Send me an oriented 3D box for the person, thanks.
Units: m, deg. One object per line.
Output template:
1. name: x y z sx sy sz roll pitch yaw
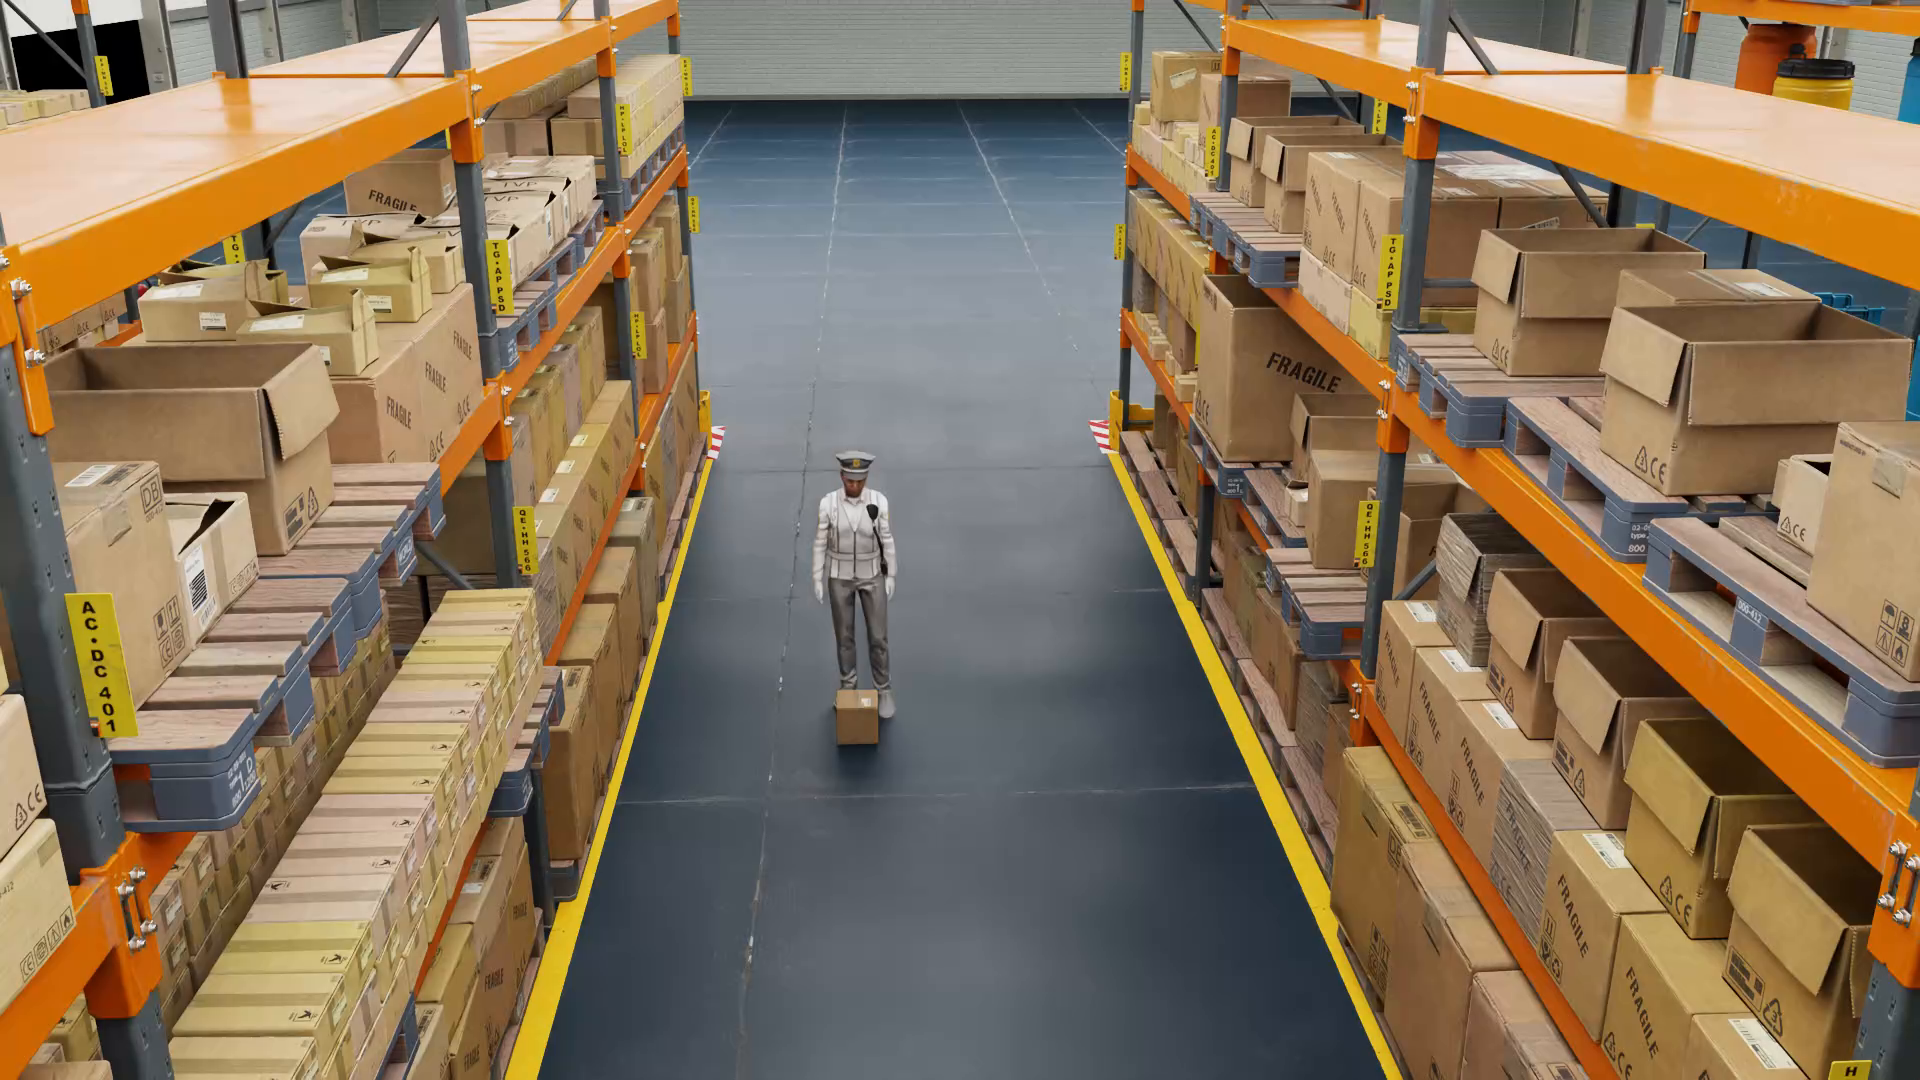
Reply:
1. person: -0.657 0.284 10.343 0.530 1.709 0.418 -1 21 -3
